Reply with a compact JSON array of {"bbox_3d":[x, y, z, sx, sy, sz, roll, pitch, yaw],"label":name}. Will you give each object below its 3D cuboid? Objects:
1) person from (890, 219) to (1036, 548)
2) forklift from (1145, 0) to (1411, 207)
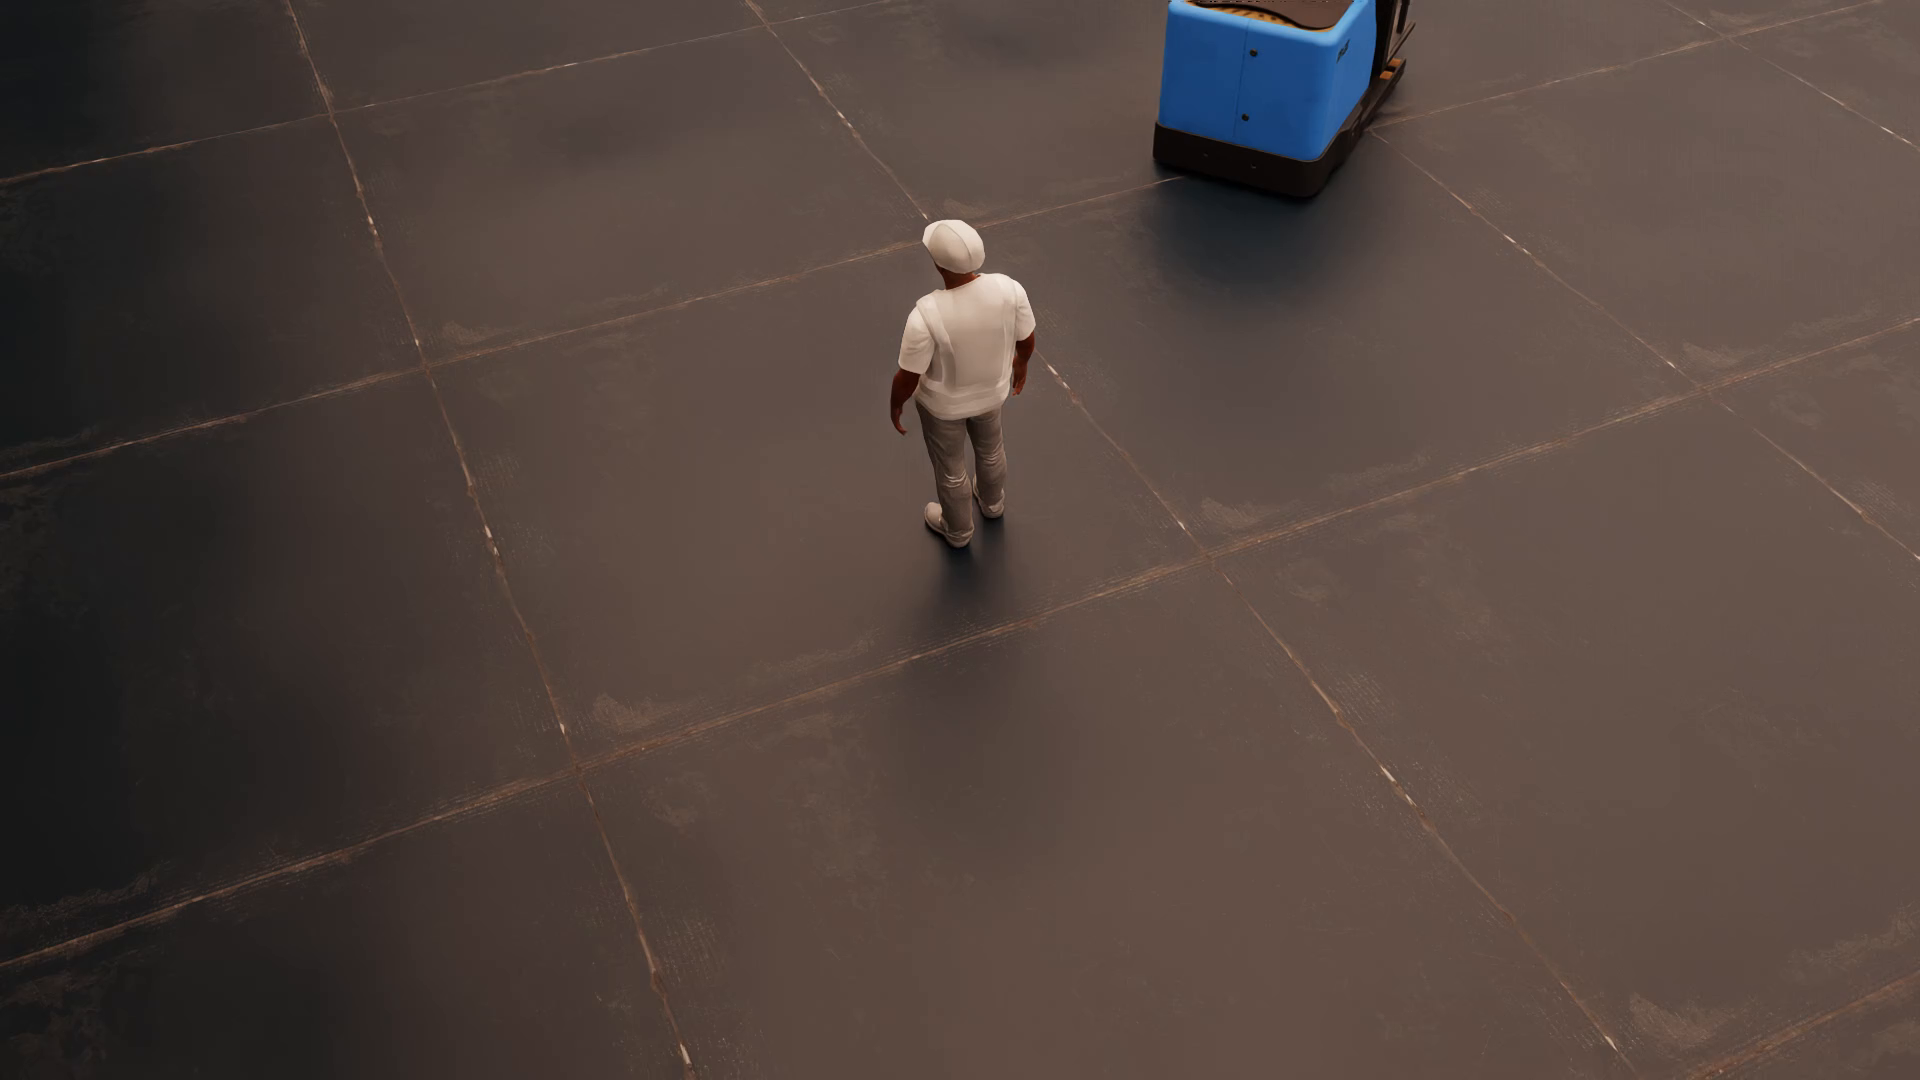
[{"bbox_3d":[-0.023,-0.696,7.269,0.665,1.765,0.577,-18,46,-18],"label":"person"},{"bbox_3d":[2.255,-4.043,10.013,1.130,2.935,3.031,19,46,20],"label":"forklift"}]
